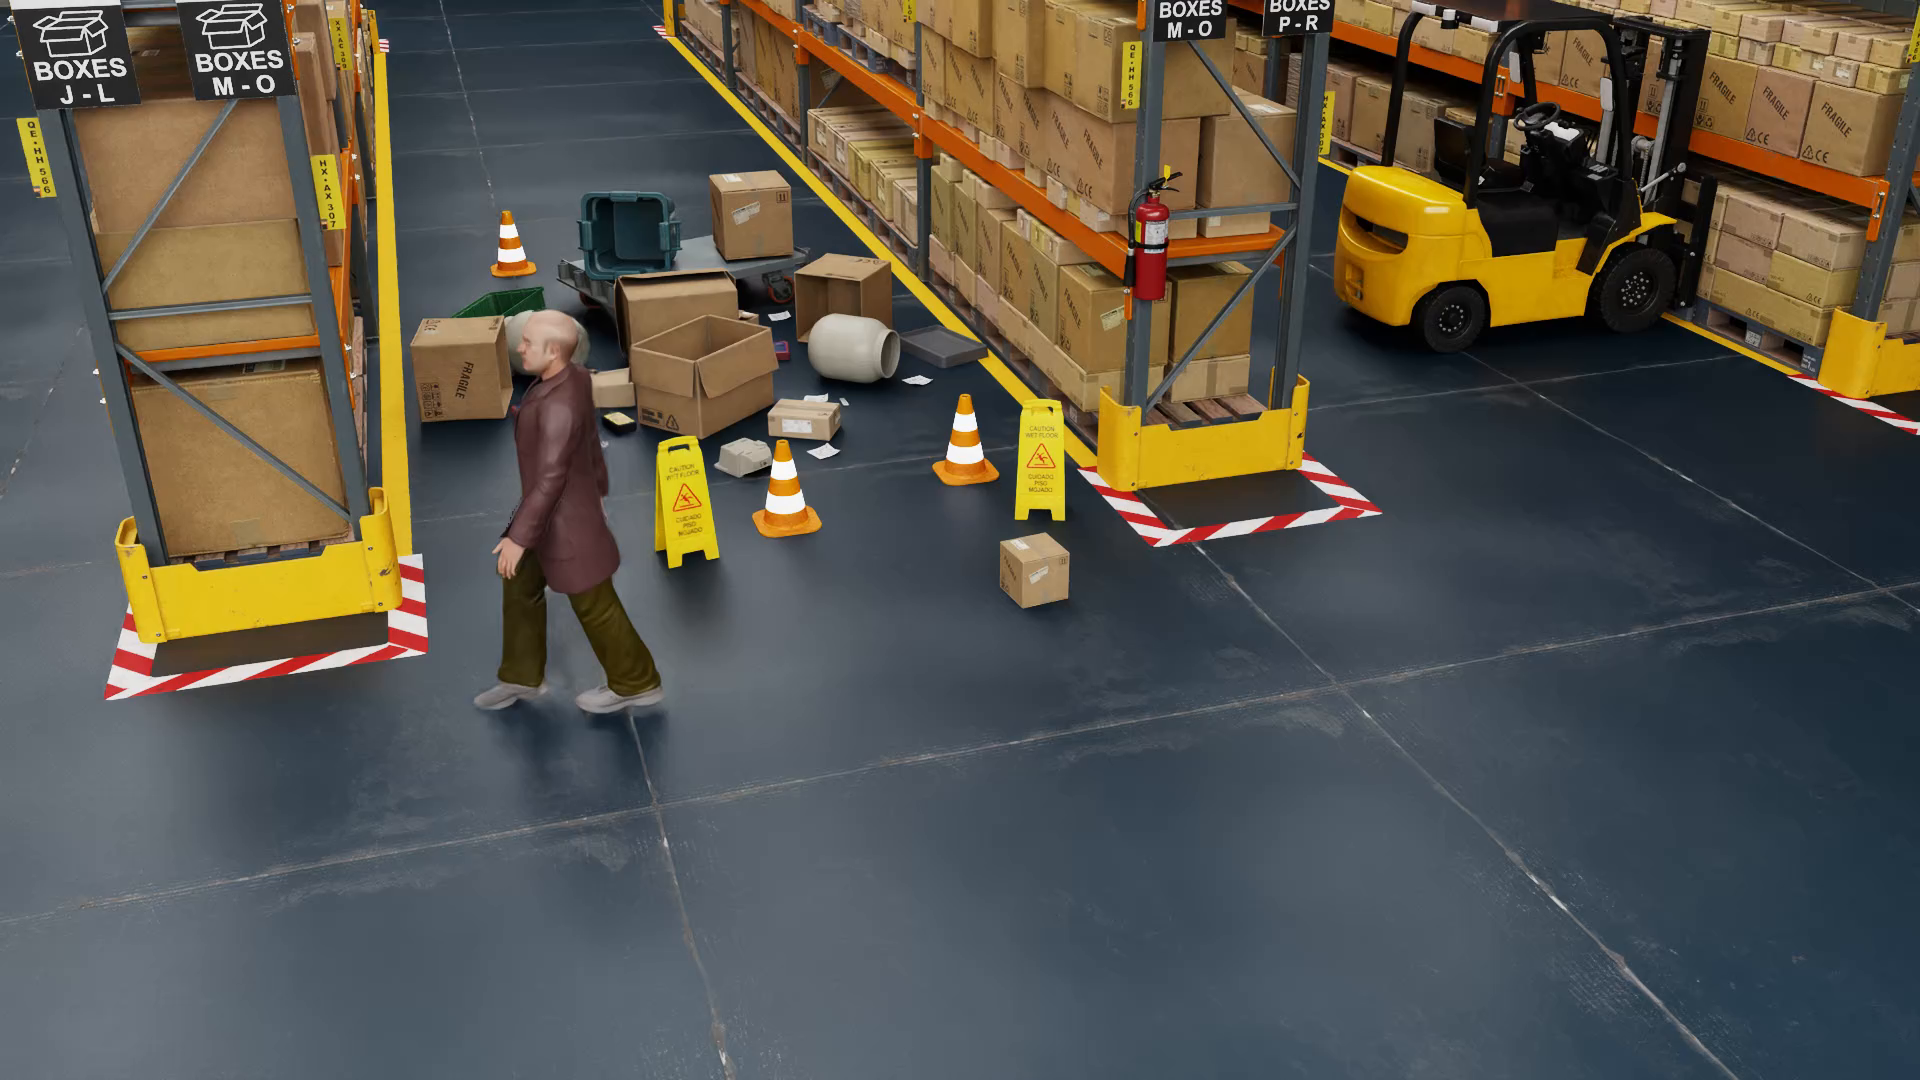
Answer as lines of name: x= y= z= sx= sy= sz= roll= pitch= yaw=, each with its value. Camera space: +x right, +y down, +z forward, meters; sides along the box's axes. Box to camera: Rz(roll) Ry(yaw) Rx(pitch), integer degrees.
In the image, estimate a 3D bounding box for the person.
person: x=-1.674 y=-0.053 z=6.745 sx=0.815 sy=1.810 sz=0.627 roll=-5 pitch=27 yaw=-11
